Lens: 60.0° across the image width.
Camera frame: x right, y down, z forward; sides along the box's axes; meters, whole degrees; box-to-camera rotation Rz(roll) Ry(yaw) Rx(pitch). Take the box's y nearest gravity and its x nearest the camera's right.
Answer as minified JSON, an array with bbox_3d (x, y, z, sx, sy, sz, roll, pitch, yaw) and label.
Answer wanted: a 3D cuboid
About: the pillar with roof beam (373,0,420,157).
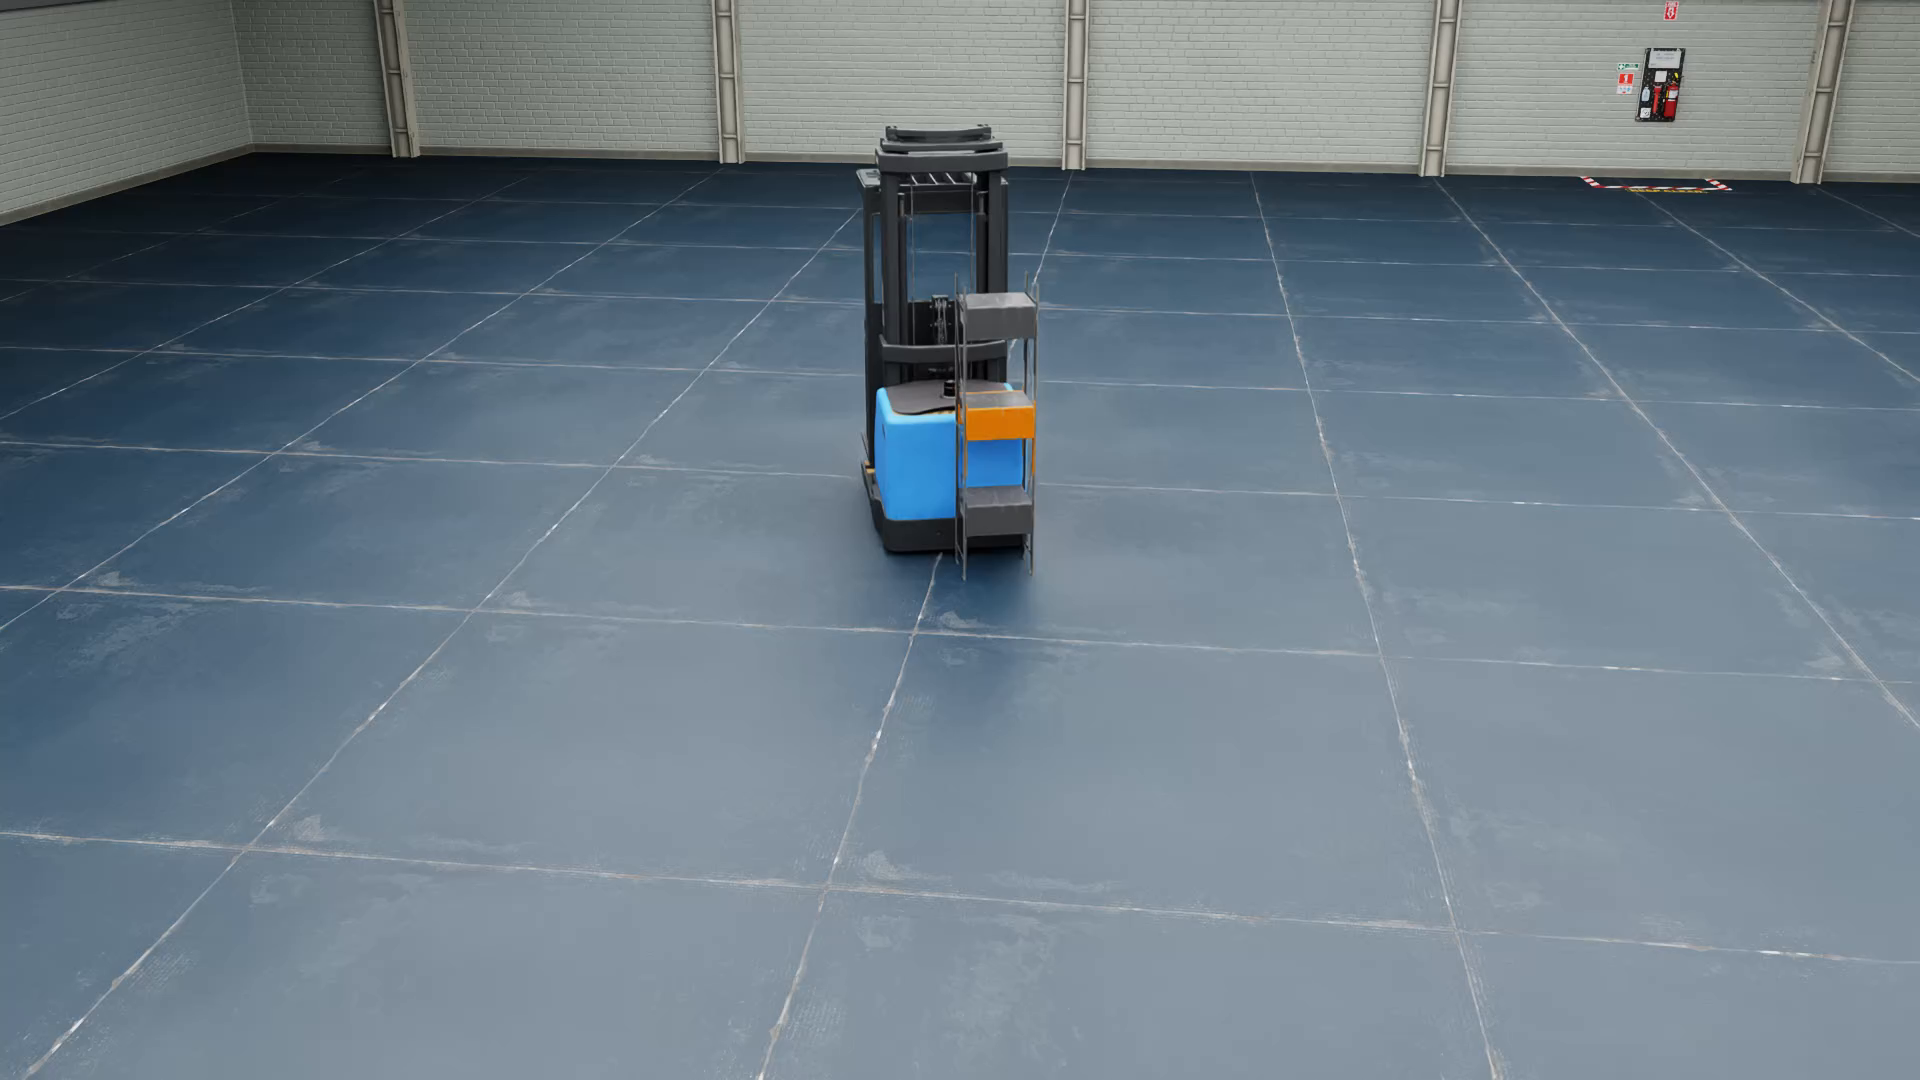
[{"bbox_3d":[-10.465,-9.528,24.301,0.400,9.000,9.100,2,22,6],"label":"pillar with roof beam"}]

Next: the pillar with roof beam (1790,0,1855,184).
[{"bbox_3d":[13.368,-8.490,21.674,0.400,9.000,9.100,2,22,6],"label":"pillar with roof beam"}]

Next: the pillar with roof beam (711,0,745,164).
[{"bbox_3d":[-4.507,-9.269,23.644,0.400,9.000,9.100,2,22,6],"label":"pillar with roof beam"}]

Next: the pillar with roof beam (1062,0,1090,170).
[{"bbox_3d":[1.451,-9.009,22.988,0.400,9.000,9.100,2,22,6],"label":"pillar with roof beam"}]

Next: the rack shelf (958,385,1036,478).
[{"bbox_3d":[0.245,-0.757,11.535,0.480,0.518,0.431,-3,22,-8],"label":"rack shelf"}]

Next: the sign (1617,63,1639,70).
[{"bbox_3d":[10.892,-7.714,27.102,0.331,0.109,0.001,2,22,6],"label":"sign"}]

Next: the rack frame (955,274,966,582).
[{"bbox_3d":[0.004,-0.756,11.496,0.015,2.100,0.400,-3,22,-8],"label":"rack frame"}]

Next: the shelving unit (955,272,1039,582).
[{"bbox_3d":[0.245,-0.770,11.530,0.503,2.100,0.431,-3,22,-8],"label":"shelving unit"}]

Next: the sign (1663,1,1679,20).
[{"bbox_3d":[11.429,-8.507,26.725,0.199,0.298,0.001,2,22,6],"label":"sign"}]

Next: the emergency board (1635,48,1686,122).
[{"bbox_3d":[11.425,-7.393,27.059,0.643,1.169,0.194,2,22,6],"label":"emergency board"}]

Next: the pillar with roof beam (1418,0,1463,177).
[{"bbox_3d":[7.410,-8.749,22.331,0.400,9.000,9.100,2,22,6],"label":"pillar with roof beam"}]

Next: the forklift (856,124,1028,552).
[{"bbox_3d":[-0.214,-1.784,12.966,1.130,2.935,3.031,-3,22,-7],"label":"forklift"}]

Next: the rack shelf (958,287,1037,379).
[{"bbox_3d":[0.245,-1.408,11.278,0.480,0.518,0.431,-3,22,-8],"label":"rack shelf"}]

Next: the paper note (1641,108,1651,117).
[{"bbox_3d":[11.257,-7.016,27.304,0.142,0.148,0.016,2,22,6],"label":"paper note"}]

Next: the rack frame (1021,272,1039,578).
[{"bbox_3d":[0.486,-0.783,11.565,0.015,2.100,0.400,-3,22,-8],"label":"rack frame"}]

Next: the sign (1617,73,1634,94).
[{"bbox_3d":[10.888,-7.471,27.208,0.234,0.329,0.001,2,22,6],"label":"sign"}]

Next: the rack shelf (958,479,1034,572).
[{"bbox_3d":[0.245,-0.106,11.793,0.480,0.518,0.431,-3,22,-8],"label":"rack shelf"}]
